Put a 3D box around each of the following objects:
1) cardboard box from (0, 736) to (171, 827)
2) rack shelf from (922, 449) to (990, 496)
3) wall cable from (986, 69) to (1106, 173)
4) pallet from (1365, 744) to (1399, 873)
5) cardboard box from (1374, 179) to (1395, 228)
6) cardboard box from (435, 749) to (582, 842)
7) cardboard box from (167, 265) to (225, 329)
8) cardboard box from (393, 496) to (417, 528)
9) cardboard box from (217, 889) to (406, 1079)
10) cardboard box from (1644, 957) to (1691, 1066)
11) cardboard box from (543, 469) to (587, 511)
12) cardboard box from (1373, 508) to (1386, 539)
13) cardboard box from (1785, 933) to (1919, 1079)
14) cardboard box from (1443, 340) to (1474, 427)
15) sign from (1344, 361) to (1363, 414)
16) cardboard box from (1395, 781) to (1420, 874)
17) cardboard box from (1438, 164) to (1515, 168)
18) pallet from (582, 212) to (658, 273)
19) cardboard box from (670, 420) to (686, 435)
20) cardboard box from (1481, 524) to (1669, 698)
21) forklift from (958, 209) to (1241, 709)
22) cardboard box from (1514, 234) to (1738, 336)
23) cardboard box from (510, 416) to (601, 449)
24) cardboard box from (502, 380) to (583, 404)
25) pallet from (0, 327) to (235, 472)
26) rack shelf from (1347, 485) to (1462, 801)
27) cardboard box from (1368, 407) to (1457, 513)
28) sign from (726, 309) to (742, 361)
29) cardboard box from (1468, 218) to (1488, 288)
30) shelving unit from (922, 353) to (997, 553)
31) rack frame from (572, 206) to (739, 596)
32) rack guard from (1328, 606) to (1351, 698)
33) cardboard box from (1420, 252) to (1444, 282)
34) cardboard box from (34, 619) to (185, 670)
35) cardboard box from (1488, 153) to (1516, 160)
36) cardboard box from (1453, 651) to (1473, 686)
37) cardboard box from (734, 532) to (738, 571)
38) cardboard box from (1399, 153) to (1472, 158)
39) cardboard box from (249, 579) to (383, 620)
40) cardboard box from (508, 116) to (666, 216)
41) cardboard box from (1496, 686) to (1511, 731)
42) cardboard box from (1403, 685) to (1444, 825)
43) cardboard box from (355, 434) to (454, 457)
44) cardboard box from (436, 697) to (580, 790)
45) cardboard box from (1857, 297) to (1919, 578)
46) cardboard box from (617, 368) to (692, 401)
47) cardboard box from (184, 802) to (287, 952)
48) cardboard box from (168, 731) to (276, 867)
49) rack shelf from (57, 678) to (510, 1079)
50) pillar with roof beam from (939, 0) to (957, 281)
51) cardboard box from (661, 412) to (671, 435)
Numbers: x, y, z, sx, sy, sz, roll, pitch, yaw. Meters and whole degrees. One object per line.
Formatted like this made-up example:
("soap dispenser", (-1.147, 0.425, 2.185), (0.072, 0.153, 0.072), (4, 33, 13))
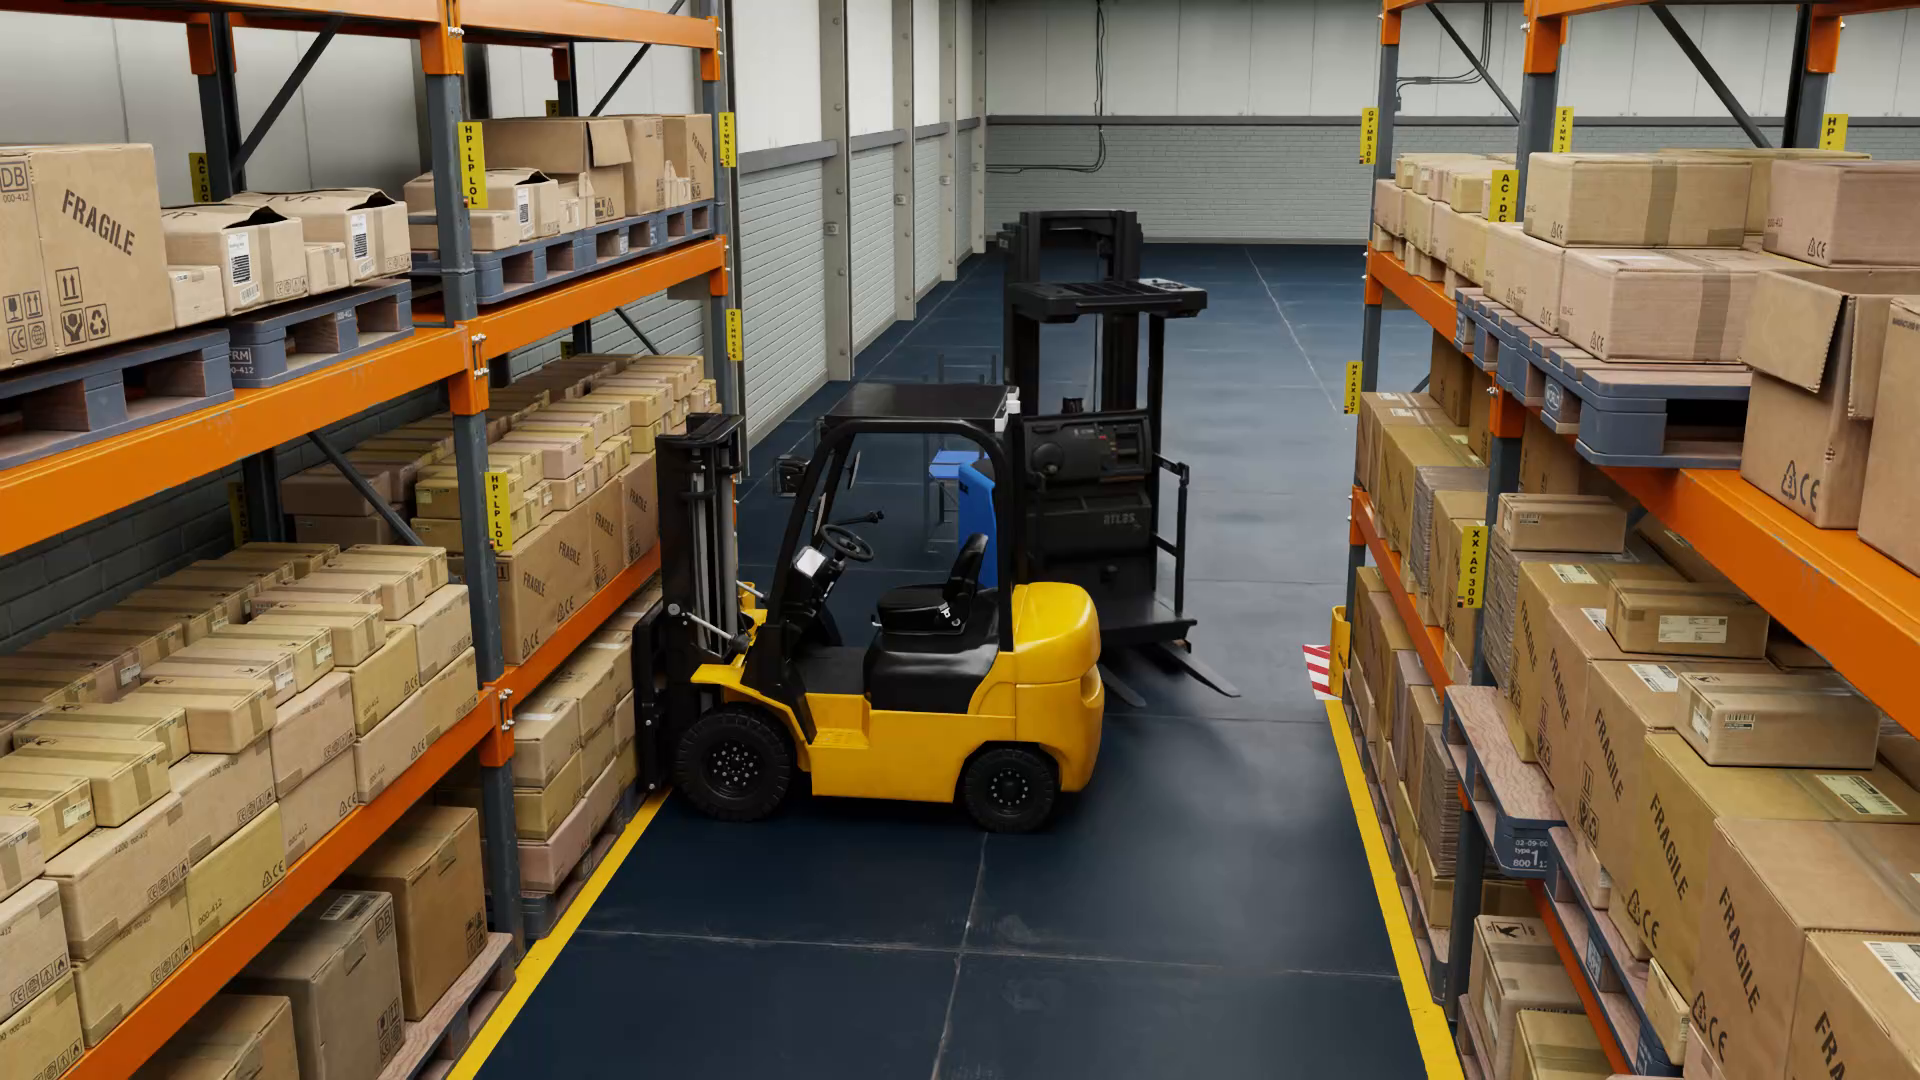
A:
("cardboard box", (-2.412, 0.658, 4.549), (0.380, 0.149, 0.250), (2, 15, 7))
("rack shelf", (0.010, -0.572, 14.095), (0.538, 0.185, 1.000), (2, 15, 6))
("wall cable", (2.084, -10.396, 41.317), (3.097, 2.526, 0.112), (2, 15, 6))
("pallet", (2.683, 1.389, 8.619), (1.003, 0.211, 1.213), (2, 15, 6))
("cardboard box", (2.637, -1.898, 9.406), (0.500, 0.250, 0.500), (1, 15, 5))
("cardboard box", (-2.064, 1.158, 7.640), (0.500, 0.250, 0.500), (2, 15, 6))
("cardboard box", (-2.334, -0.693, 4.717), (0.380, 0.149, 0.250), (2, 15, 6))
("cardboard box", (-2.650, -0.128, 7.453), (0.380, 0.149, 0.250), (1, 15, 5))
("cardboard box", (-2.568, 1.671, 5.981), (0.875, 0.625, 0.625), (2, 15, 6))
("cardboard box", (1.855, 1.125, 3.933), (0.380, 0.149, 0.250), (2, 15, 7))
("cardboard box", (-1.997, -0.243, 7.880), (0.380, 0.149, 0.250), (2, 15, 7))
("cardboard box", (2.516, -0.102, 9.272), (0.380, 0.149, 0.250), (2, 15, 7))
("cardboard box", (1.831, 1.053, 2.957), (0.500, 0.500, 0.500), (1, 15, 5))
("cardboard box", (3.054, -0.906, 9.090), (0.700, 0.500, 0.500), (2, 15, 7))
("sign", (2.420, -0.935, 10.216), (0.100, 0.325, 0.005), (2, 15, 6))
("cardboard box", (2.357, 1.361, 7.846), (0.500, 0.250, 0.500), (1, 15, 5))
("cardboard box", (2.513, -1.733, 8.033), (0.380, 0.149, 0.250), (2, 15, 7))
("pallet", (-2.214, -1.552, 8.579), (1.003, 0.211, 1.213), (2, 15, 6))
("cardboard box", (-1.836, -0.425, 9.797), (0.500, 0.500, 0.500), (2, 15, 8))
("cardboard box", (2.170, 0.254, 5.909), (0.500, 0.500, 0.500), (2, 15, 8))
("forklift", (0.899, -0.625, 10.860), (1.130, 2.935, 3.031), (-5, 16, -17))
("cardboard box", (1.987, -0.771, 5.004), (0.500, 0.250, 0.500), (1, 15, 6))
("cardboard box", (-2.028, -0.525, 8.352), (0.380, 0.149, 0.250), (2, 15, 6))
("cardboard box", (-2.350, -0.802, 9.379), (0.380, 0.149, 0.250), (2, 15, 8))
("pallet", (-2.765, -0.398, 4.501), (1.003, 0.211, 1.213), (2, 15, 9))
("rack shelf", (2.733, 0.364, 8.446), (1.077, 0.370, 4.000), (2, 15, 6))
("cardboard box", (2.574, -0.444, 9.297), (0.500, 0.500, 0.500), (2, 15, 8))
("sign", (-1.436, -1.301, 10.553), (0.100, 0.325, 0.005), (2, 15, 6))
("cardboard box", (2.290, -1.106, 6.477), (0.500, 0.250, 0.500), (2, 15, 6))
("shelving unit", (0.010, -0.746, 14.048), (0.538, 1.500, 1.048), (2, 15, 6))
("rack frame", (-1.974, -0.647, 10.808), (1.000, 3.000, 0.127), (2, 15, 6))
("rack guard", (2.950, 0.725, 10.524), (1.175, 0.500, 0.348), (2, 15, 6))
("cardboard box", (2.468, -1.347, 8.132), (0.380, 0.149, 0.250), (1, 15, 5))
("cardboard box", (-2.851, 0.378, 5.585), (0.380, 0.149, 0.250), (2, 15, 6))
("cardboard box", (3.214, -2.117, 9.451), (0.380, 0.149, 0.250), (2, 15, 7))
("cardboard box", (2.241, 0.565, 6.808), (0.380, 0.149, 0.250), (2, 15, 6))
("cardboard box", (-1.716, 0.124, 10.505), (0.500, 0.250, 0.500), (2, 15, 8))
("cardboard box", (2.716, -2.127, 9.489), (0.380, 0.149, 0.250), (2, 15, 6))
("cardboard box", (-2.334, 0.254, 6.043), (0.380, 0.149, 0.250), (2, 15, 6))
("cardboard box", (-1.996, -2.009, 8.912), (0.700, 0.500, 0.500), (2, 15, 7))
("cardboard box", (2.131, 0.588, 5.916), (0.380, 0.149, 0.250), (2, 15, 7))
("cardboard box", (2.363, 1.005, 7.725), (0.500, 0.500, 0.500), (2, 15, 7))
("cardboard box", (-2.637, -0.406, 7.912), (0.380, 0.149, 0.250), (1, 15, 5))
("cardboard box", (-2.059, 0.916, 7.574), (0.500, 0.250, 0.500), (1, 15, 5))
("cardboard box", (2.173, -0.168, 3.101), (0.700, 0.500, 0.500), (2, 15, 6))
("cardboard box", (-1.804, -0.919, 9.811), (0.380, 0.149, 0.250), (2, 15, 8))
("cardboard box", (-2.410, 0.994, 5.027), (0.500, 0.250, 0.500), (2, 15, 8))
("cardboard box", (-2.416, 0.753, 4.960), (0.500, 0.250, 0.500), (2, 15, 7))
("rack shelf", (-2.651, 1.257, 5.146), (1.077, 0.370, 4.000), (2, 15, 6))
("pillar with roof beam", (4.038, -9.487, 32.006), (9.100, 9.000, 0.400), (2, 15, 6))
("cardboard box", (-1.846, -0.643, 9.358), (0.380, 0.149, 0.250), (1, 15, 4))
